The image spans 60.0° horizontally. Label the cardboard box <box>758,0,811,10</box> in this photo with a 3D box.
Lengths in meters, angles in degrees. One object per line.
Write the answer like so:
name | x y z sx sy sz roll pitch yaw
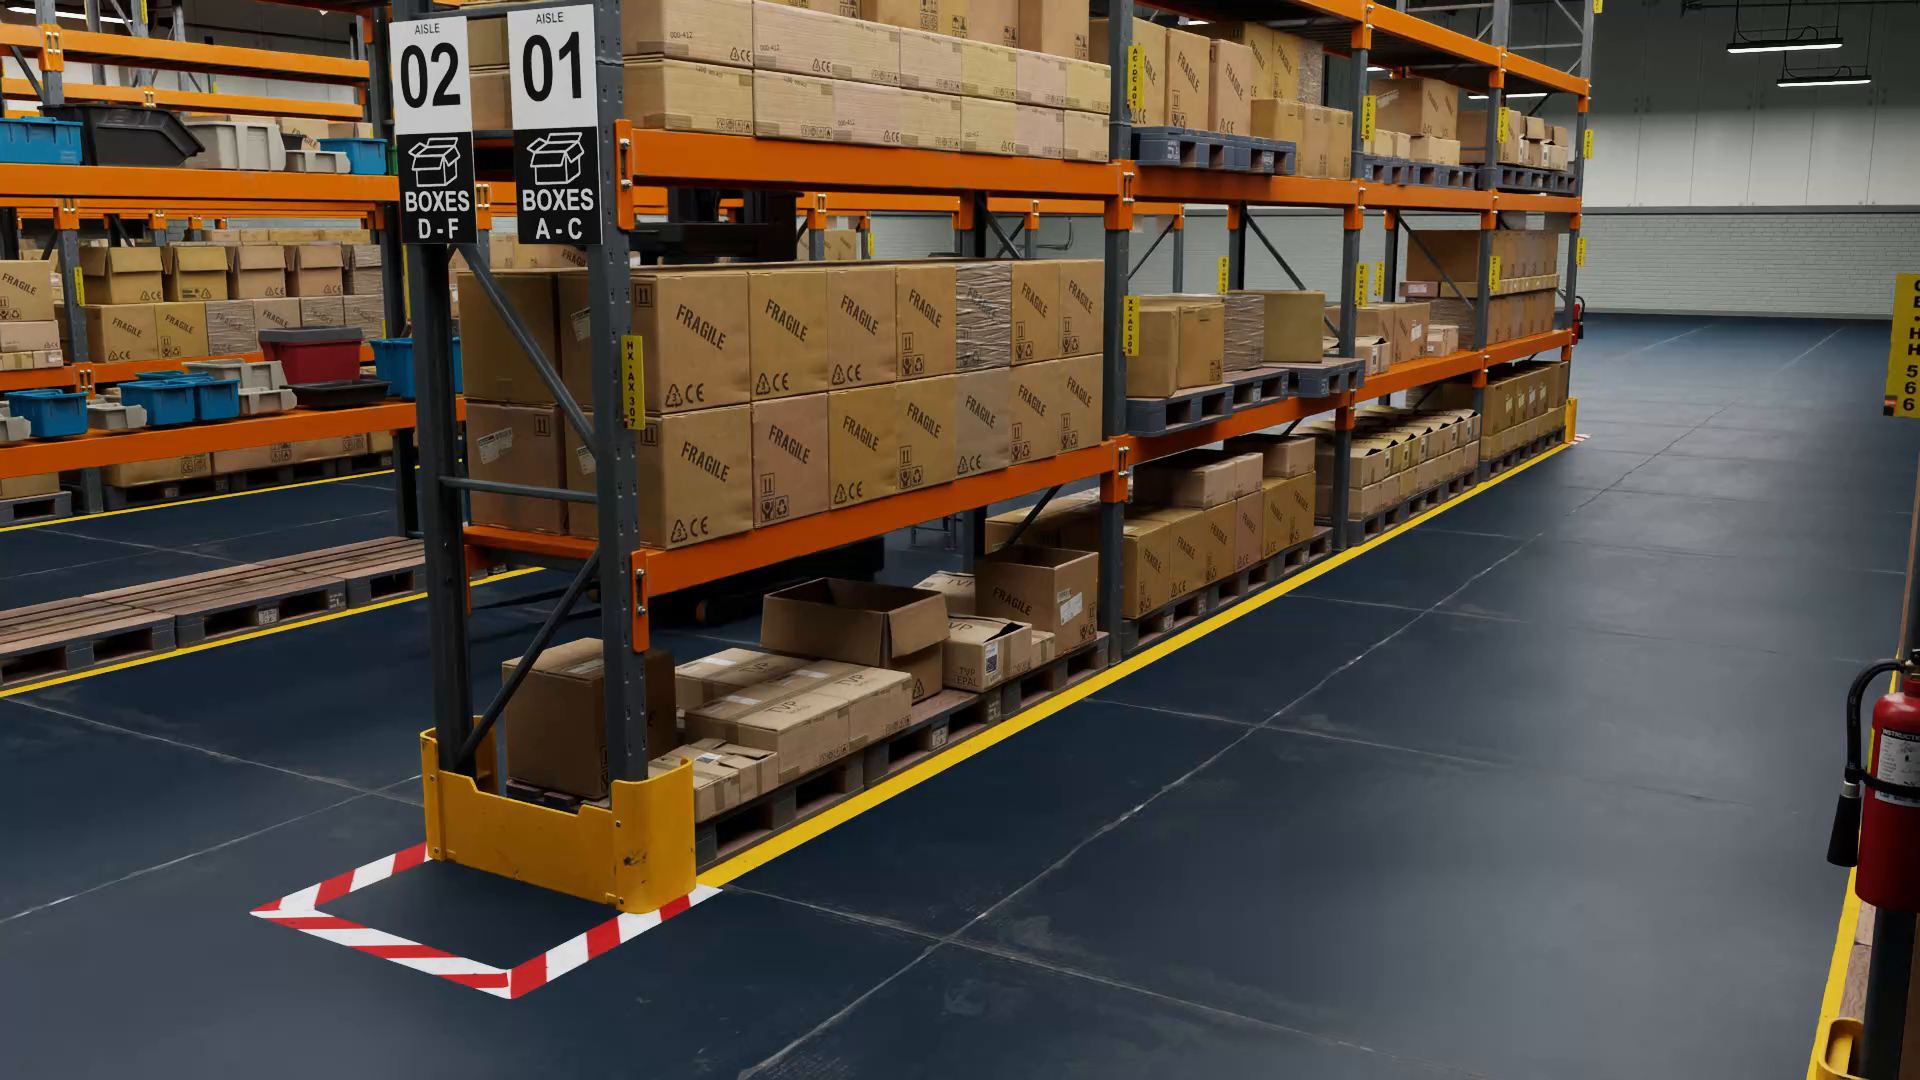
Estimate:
cardboard box | -1.021 -2.342 6.588 0.700 0.500 0.500 6 12 31

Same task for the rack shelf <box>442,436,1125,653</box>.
rack shelf | -0.567 -0.135 7.895 1.077 0.370 4.000 6 12 31

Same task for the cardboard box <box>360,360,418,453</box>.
cardboard box | -6.293 -1.435 17.515 1.225 0.875 0.875 6 12 28

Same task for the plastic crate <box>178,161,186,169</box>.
plastic crate | -4.976 -2.342 10.290 0.437 0.136 0.530 6 12 31

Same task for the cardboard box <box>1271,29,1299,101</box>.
cardboard box | 2.051 -3.299 11.700 0.500 0.500 0.500 6 12 31

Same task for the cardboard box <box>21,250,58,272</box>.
cardboard box | -13.420 -3.943 24.060 0.500 0.500 0.500 7 12 32

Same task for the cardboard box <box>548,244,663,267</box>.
cardboard box | -4.372 -3.398 20.598 1.000 1.000 1.000 6 12 31

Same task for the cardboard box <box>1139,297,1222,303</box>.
cardboard box | 1.336 -1.343 10.976 0.700 0.500 0.500 3 11 16

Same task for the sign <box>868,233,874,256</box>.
sign | -1.299 -4.306 24.212 0.100 0.325 0.005 6 12 31

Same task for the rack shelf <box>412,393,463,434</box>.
rack shelf | -2.722 -1.238 13.786 1.077 0.370 4.000 6 12 31

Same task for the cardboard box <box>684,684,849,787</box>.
cardboard box | -0.821 0.824 7.093 0.500 0.250 0.500 6 12 31

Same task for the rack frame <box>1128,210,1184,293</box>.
rack frame | 2.470 -3.164 22.120 1.000 3.000 0.127 6 12 31

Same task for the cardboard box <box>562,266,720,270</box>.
cardboard box | -1.348 -0.891 6.986 0.500 0.500 0.500 7 13 32

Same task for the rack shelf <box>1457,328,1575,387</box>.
rack shelf | 5.663 -2.023 17.975 1.077 0.370 4.000 6 12 31

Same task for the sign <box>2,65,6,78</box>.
sign | -16.084 -7.826 27.963 0.100 0.325 0.005 6 12 31

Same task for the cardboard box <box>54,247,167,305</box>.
cardboard box | -7.669 -2.394 15.006 0.797 0.503 0.637 6 12 29

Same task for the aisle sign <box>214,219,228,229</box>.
aisle sign | -14.192 -6.318 31.901 0.394 0.787 0.004 6 12 31

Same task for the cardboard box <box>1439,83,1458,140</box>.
cardboard box | 4.271 -3.944 15.361 0.500 0.500 0.500 7 12 31

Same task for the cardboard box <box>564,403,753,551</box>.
cardboard box | -1.150 -0.268 6.377 0.500 0.500 0.500 7 13 32

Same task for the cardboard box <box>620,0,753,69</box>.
cardboard box | -1.116 -1.877 6.139 0.500 0.250 0.500 6 12 31

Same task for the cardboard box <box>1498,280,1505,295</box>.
cardboard box | 5.327 -2.575 16.937 0.380 0.149 0.250 6 12 30

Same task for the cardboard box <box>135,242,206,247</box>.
cardboard box | -9.862 -3.480 20.814 0.700 0.500 0.500 6 12 30

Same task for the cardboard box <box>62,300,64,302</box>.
cardboard box | -10.363 -2.712 19.247 0.380 0.149 0.250 6 12 30

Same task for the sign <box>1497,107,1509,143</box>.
sign | 5.094 -3.894 15.608 0.100 0.325 0.005 6 12 31

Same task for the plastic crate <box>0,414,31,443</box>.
plastic crate | -5.190 -0.598 8.965 0.250 0.136 0.298 6 12 31

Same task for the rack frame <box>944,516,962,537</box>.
rack frame | 0.041 -1.044 13.241 0.400 2.100 0.015 6 12 31

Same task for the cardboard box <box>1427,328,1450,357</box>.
cardboard box | 4.325 -1.840 15.409 0.396 0.266 0.258 6 12 29

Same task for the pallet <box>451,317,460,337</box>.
pallet | -5.638 -2.407 18.598 1.213 0.211 1.003 6 12 31

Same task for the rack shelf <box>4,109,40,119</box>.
rack shelf | -13.348 -6.039 24.216 1.077 0.370 4.000 6 12 31

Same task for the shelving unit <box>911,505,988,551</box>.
shelving unit | -0.086 -1.006 13.036 0.431 2.100 0.503 6 12 31

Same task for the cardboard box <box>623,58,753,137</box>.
cardboard box | -1.121 -1.631 6.188 0.500 0.250 0.500 6 12 31

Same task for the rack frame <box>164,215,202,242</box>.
rack frame | -12.310 -3.955 26.345 1.000 3.000 0.127 6 12 31

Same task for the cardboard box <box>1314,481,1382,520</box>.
cardboard box | 3.071 -0.342 13.373 0.500 0.250 0.500 6 12 30

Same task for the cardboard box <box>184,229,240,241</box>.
cardboard box | -11.896 -4.691 26.475 0.700 0.500 0.500 6 12 30

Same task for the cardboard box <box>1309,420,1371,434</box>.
cardboard box | 3.400 -0.909 14.880 0.500 0.311 0.500 7 13 32

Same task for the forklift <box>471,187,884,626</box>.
forklift | -1.819 -1.002 10.753 1.130 2.935 3.031 8 13 36

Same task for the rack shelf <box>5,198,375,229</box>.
rack shelf | -6.955 -3.186 16.037 1.077 0.370 4.000 6 12 31

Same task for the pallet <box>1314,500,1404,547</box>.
pallet | 3.009 -0.188 13.797 1.003 0.211 1.213 6 12 31

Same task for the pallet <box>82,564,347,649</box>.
pallet | -4.741 0.405 10.630 1.003 0.211 1.213 6 12 31

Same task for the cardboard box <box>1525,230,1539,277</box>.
cardboard box | 5.891 -3.134 18.162 0.700 0.500 0.500 6 12 31

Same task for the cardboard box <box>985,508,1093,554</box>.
cardboard box | 0.483 0.104 10.259 0.500 0.500 0.500 6 12 30

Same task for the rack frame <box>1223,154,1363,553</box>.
rack frame | 2.548 -1.432 12.869 1.000 3.000 0.127 6 12 31

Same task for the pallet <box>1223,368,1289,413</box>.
pallet | 1.542 -1.032 11.250 1.003 0.211 1.213 6 12 31

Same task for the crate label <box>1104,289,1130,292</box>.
crate label | 1.745 -2.867 20.433 0.502 0.435 0.616 6 12 31

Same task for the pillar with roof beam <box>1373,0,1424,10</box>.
pillar with roof beam | 10.480 -15.802 49.682 6.894 0.400 0.400 6 12 31

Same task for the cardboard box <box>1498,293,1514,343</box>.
cardboard box | 5.382 -2.343 17.462 0.700 0.500 0.500 7 12 32

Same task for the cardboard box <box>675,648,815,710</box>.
cardboard box | -1.015 0.705 7.726 0.500 0.250 0.500 6 12 31

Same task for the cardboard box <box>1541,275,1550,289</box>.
cardboard box | 6.399 -2.899 18.667 0.380 0.149 0.250 6 12 30

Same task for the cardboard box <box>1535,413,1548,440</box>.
cardboard box | 6.168 -1.274 18.355 0.500 0.250 0.500 6 12 31

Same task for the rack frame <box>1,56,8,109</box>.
rack frame | -16.554 -7.378 28.323 1.000 3.000 0.127 6 12 31

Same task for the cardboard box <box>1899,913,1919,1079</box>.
cardboard box | 2.908 1.201 4.454 0.700 0.500 0.500 6 12 31

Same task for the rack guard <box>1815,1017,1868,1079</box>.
rack guard | 2.618 1.531 3.833 1.175 0.500 0.348 6 12 31

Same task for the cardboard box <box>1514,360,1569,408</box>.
cardboard box | 6.677 -1.801 19.132 0.500 0.500 0.500 6 12 31

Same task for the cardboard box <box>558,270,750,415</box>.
cardboard box | -1.150 -0.760 6.285 0.500 0.500 0.500 7 13 32

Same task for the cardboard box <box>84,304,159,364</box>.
cardboard box | -7.541 -1.848 14.817 0.500 0.500 0.500 6 12 31

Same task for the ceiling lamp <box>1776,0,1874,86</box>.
ceiling lamp | 20.643 -12.427 39.433 2.000 3.185 0.800 6 12 31

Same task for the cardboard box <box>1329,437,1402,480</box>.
cardboard box | 3.336 -0.701 13.767 0.500 0.311 0.500 6 12 29
